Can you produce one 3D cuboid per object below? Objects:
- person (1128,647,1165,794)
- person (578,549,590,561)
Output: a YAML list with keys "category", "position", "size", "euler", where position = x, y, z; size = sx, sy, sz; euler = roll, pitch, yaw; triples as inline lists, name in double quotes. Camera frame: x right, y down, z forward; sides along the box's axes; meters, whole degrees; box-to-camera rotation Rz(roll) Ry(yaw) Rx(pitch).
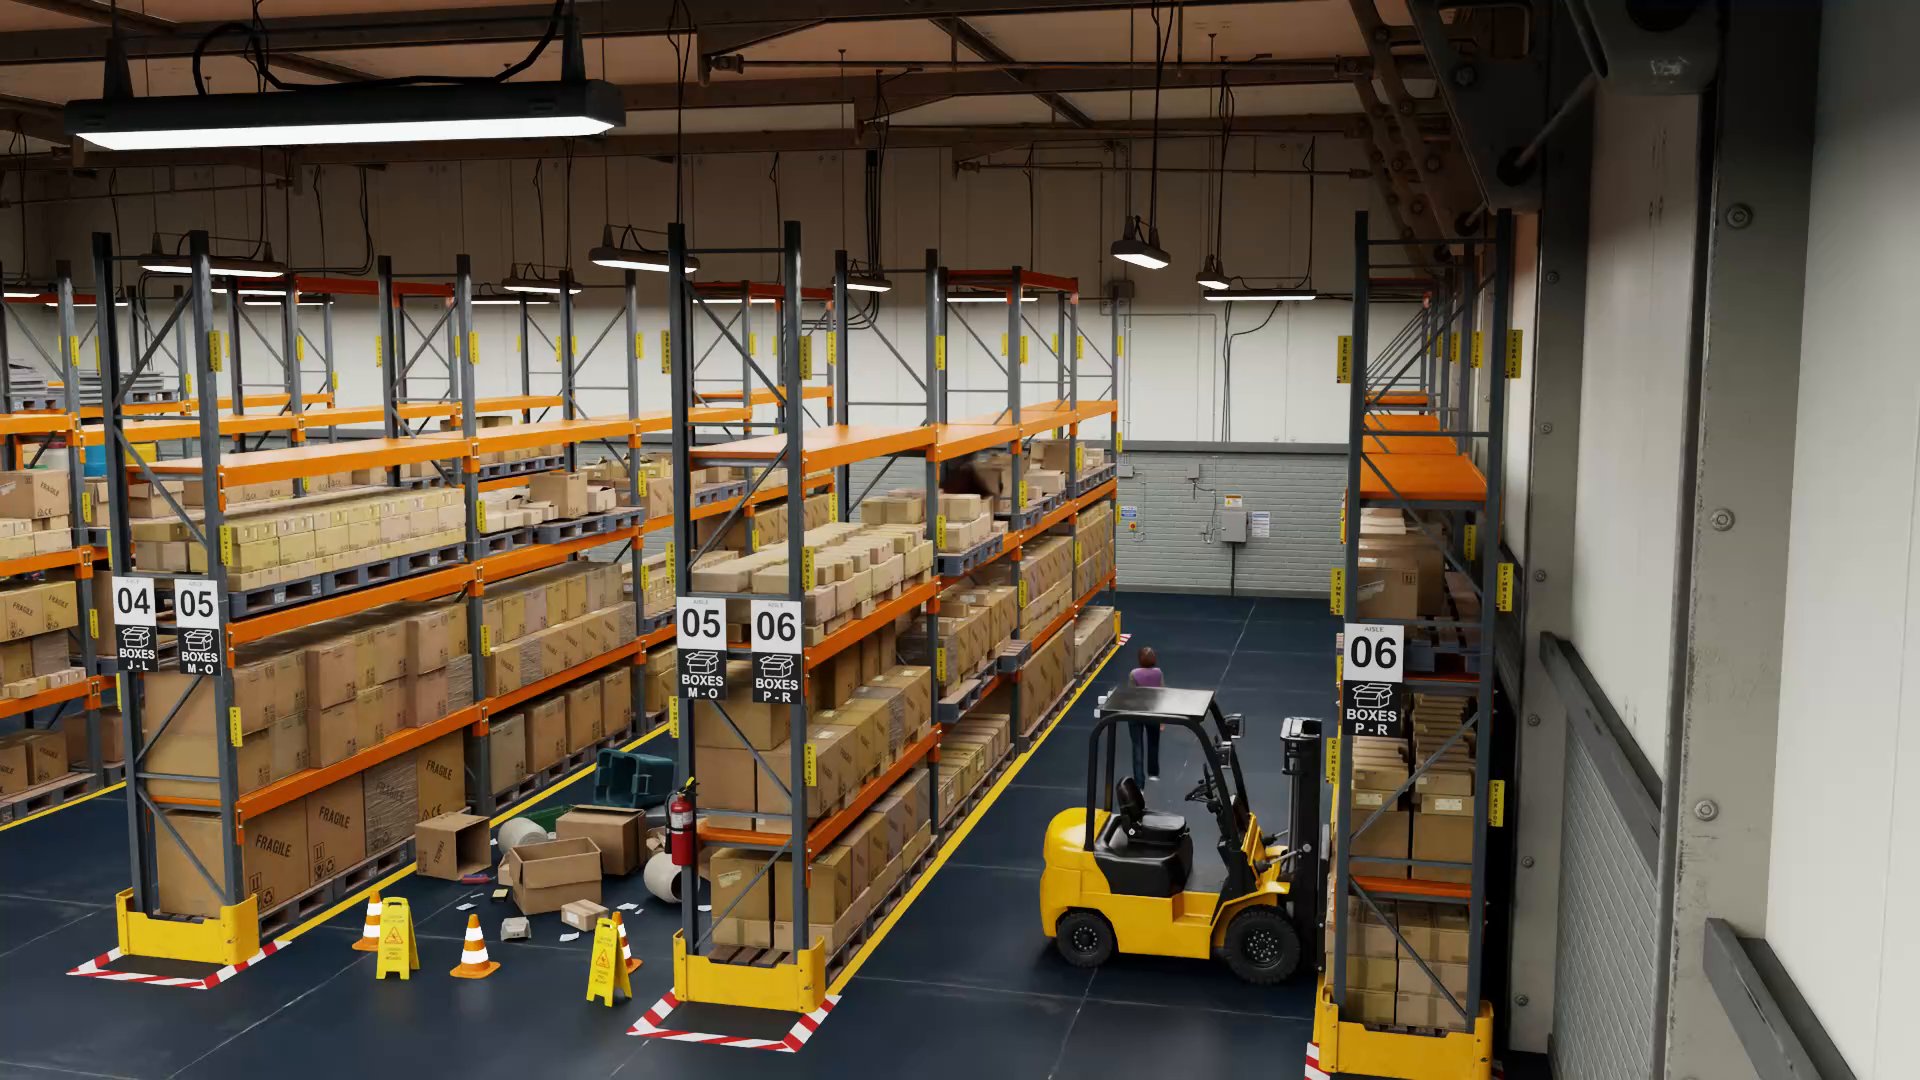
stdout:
- category: "person"
  position: [1.977, 1.906, 17.890]
  size: [0.522, 1.566, 0.845]
  euler: [1, 7, 10]
- category: "person"
  position: [-6.304, 0.953, 27.678]
  size: [0.654, 1.620, 1.028]
  euler: [2, 7, 13]
